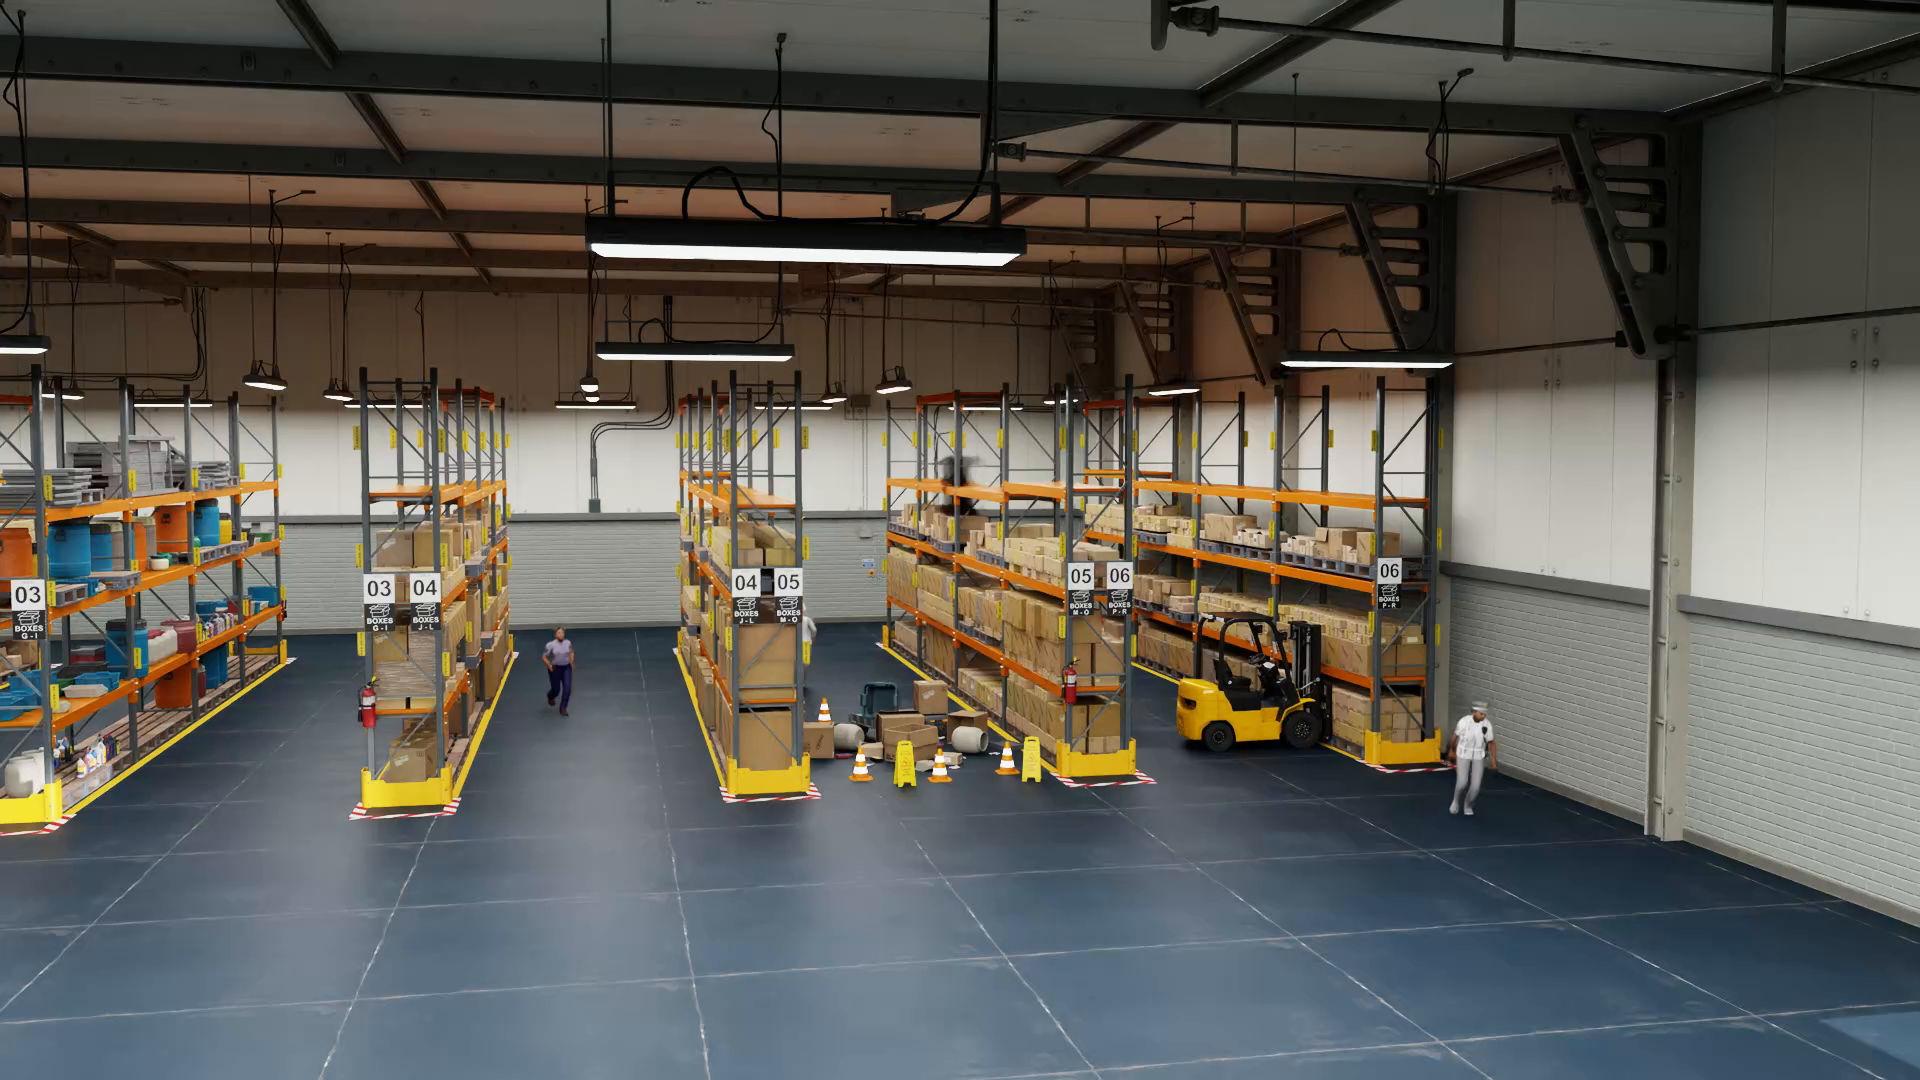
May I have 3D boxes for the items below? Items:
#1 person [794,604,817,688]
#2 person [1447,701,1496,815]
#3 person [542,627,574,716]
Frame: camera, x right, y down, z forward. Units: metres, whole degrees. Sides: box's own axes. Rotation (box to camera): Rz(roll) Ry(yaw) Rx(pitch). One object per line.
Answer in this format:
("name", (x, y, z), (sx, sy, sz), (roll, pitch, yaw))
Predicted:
("person", (-3.202, 2.138, 33.357), (0.652, 1.776, 0.934), (0, 3, -7))
("person", (6.777, 2.891, 22.010), (0.527, 1.568, 0.653), (0, 3, 3))
("person", (-7.354, 2.399, 30.495), (0.615, 1.612, 0.719), (-2, 4, -29))
